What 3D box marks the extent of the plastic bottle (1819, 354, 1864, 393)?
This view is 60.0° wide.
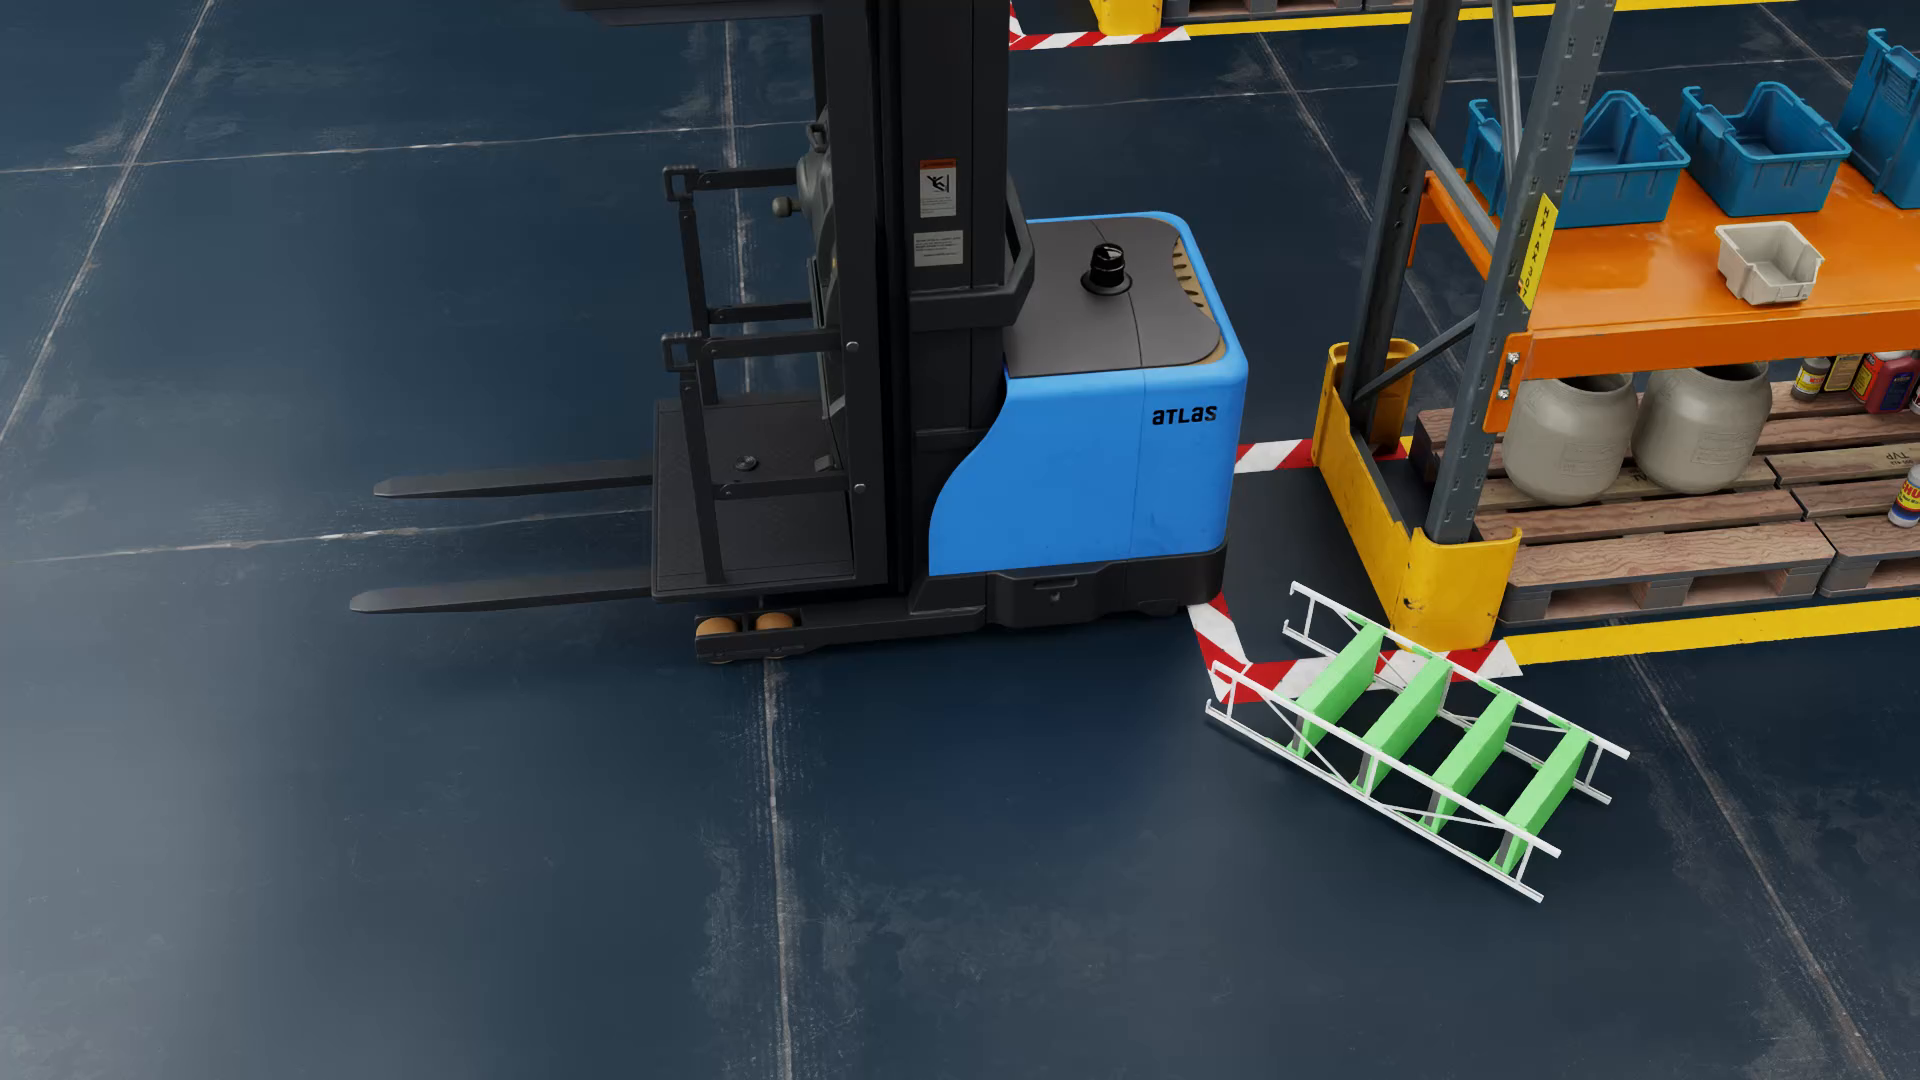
[{"bbox_3d":[3.443,-0.704,6.491,0.133,0.283,0.061,-4,42,-4],"label":"plastic bottle"}]

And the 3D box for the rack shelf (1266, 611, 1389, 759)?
[{"bbox_3d":[1.211,0.485,5.492,0.148,0.258,0.480,29,50,28],"label":"rack shelf"}]

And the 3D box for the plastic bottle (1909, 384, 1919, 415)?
[{"bbox_3d":[3.755,-0.586,6.421,0.097,0.201,0.097,0,42,0],"label":"plastic bottle"}]

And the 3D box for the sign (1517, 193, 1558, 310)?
[{"bbox_3d":[1.632,-0.814,4.706,0.005,0.325,0.100,-5,42,-6],"label":"sign"}]

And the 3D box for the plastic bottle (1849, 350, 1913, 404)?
[{"bbox_3d":[3.583,-0.683,6.473,0.135,0.276,0.152,-5,42,-5],"label":"plastic bottle"}]

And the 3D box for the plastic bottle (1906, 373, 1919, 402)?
[{"bbox_3d":[3.721,-0.695,6.486,0.135,0.276,0.152,-6,42,-7],"label":"plastic bottle"}]

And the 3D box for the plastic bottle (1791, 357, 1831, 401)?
[{"bbox_3d":[3.330,-0.651,6.493,0.097,0.201,0.097,0,42,0],"label":"plastic bottle"}]

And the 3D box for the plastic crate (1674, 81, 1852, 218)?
[{"bbox_3d":[2.668,-1.316,5.581,0.408,0.251,0.499,-5,42,-6],"label":"plastic crate"}]

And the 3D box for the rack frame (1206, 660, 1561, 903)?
[{"bbox_3d":[1.288,0.741,5.208,1.200,0.240,0.015,29,50,28],"label":"rack frame"}]

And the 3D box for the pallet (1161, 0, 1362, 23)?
[{"bbox_3d":[1.680,-3.425,9.890,1.213,0.211,1.003,-5,42,-6],"label":"pallet"}]

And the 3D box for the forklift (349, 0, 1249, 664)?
[{"bbox_3d":[-0.618,-1.036,5.210,3.031,2.935,1.130,-5,42,-5],"label":"forklift"}]

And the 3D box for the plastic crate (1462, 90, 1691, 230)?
[{"bbox_3d":[2.023,-1.264,5.522,0.616,0.251,0.499,-5,42,-6],"label":"plastic crate"}]

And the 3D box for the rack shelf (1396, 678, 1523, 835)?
[{"bbox_3d":[1.579,0.691,5.264,0.148,0.258,0.480,29,50,28],"label":"rack shelf"}]

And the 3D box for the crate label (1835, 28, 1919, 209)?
[{"bbox_3d":[3.355,-1.429,5.568,0.616,0.435,0.502,-5,42,-6],"label":"crate label"}]

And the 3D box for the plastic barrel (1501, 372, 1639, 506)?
[{"bbox_3d":[2.208,-0.417,6.016,0.421,0.512,0.421,0,42,0],"label":"plastic barrel"}]

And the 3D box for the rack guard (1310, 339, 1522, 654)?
[{"bbox_3d":[1.635,-0.186,6.083,0.348,0.500,1.175,-5,42,-6],"label":"rack guard"}]

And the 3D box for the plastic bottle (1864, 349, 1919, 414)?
[{"bbox_3d":[3.597,-0.615,6.392,0.133,0.283,0.061,-5,42,-6],"label":"plastic bottle"}]

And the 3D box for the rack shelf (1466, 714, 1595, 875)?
[{"bbox_3d":[1.764,0.794,5.150,0.148,0.258,0.480,29,50,28],"label":"rack shelf"}]

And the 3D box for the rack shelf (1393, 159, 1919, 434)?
[{"bbox_3d":[3.549,-0.983,5.637,4.000,0.370,1.077,-5,42,-6],"label":"rack shelf"}]

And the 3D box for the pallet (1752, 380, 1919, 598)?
[{"bbox_3d":[3.648,-0.250,6.369,1.213,0.211,1.003,-5,42,-6],"label":"pallet"}]

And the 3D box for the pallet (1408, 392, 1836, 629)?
[{"bbox_3d":[2.441,-0.146,6.254,1.213,0.211,1.003,-5,42,-6],"label":"pallet"}]

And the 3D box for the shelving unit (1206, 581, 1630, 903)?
[{"bbox_3d":[1.444,0.616,5.348,1.200,0.258,0.503,29,50,28],"label":"shelving unit"}]

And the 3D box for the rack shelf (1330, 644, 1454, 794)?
[{"bbox_3d":[1.395,0.588,5.378,0.148,0.258,0.480,29,50,28],"label":"rack shelf"}]

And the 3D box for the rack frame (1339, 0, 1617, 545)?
[{"bbox_3d":[1.565,-1.077,5.204,0.127,3.000,1.000,-5,42,-6],"label":"rack frame"}]

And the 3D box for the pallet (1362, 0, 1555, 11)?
[{"bbox_3d":[2.887,-3.529,10.005,1.213,0.211,1.003,-5,42,-6],"label":"pallet"}]

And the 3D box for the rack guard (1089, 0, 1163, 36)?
[{"bbox_3d":[0.903,-3.436,9.686,0.348,0.500,1.175,-5,42,-6],"label":"rack guard"}]

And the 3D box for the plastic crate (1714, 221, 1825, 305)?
[{"bbox_3d":[2.494,-0.843,5.142,0.250,0.136,0.298,-5,42,-6],"label":"plastic crate"}]

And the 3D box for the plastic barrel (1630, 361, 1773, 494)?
[{"bbox_3d":[2.705,-0.460,6.064,0.421,0.512,0.421,0,42,0],"label":"plastic barrel"}]

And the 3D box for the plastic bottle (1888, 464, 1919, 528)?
[{"bbox_3d":[3.404,-0.177,5.916,0.097,0.271,0.097,0,42,0],"label":"plastic bottle"}]

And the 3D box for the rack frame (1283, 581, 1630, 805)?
[{"bbox_3d":[1.600,0.490,5.487,1.200,0.240,0.015,29,50,28],"label":"rack frame"}]
